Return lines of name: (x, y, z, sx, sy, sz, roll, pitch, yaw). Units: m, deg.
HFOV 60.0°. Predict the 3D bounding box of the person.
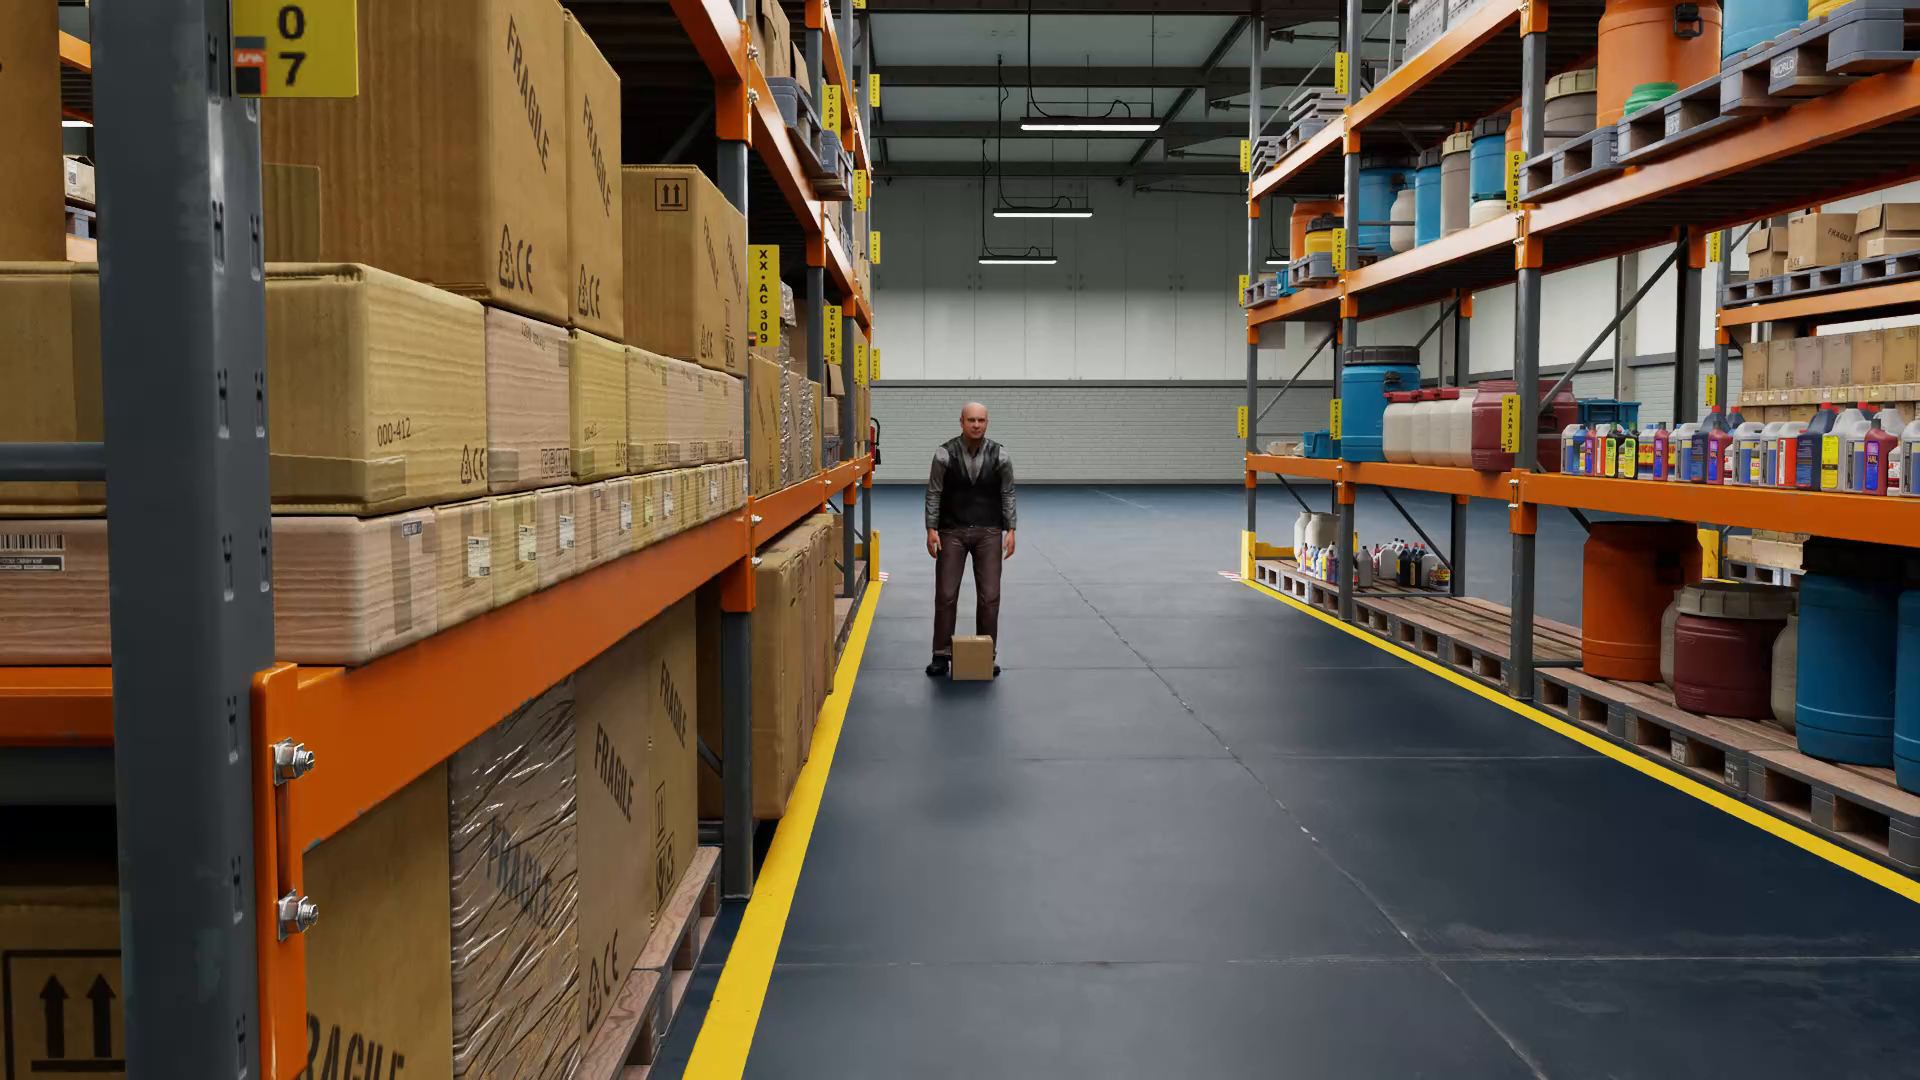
person: (0.067, -0.015, 10.637, 0.594, 1.722, 0.419, 0, 4, -4)
